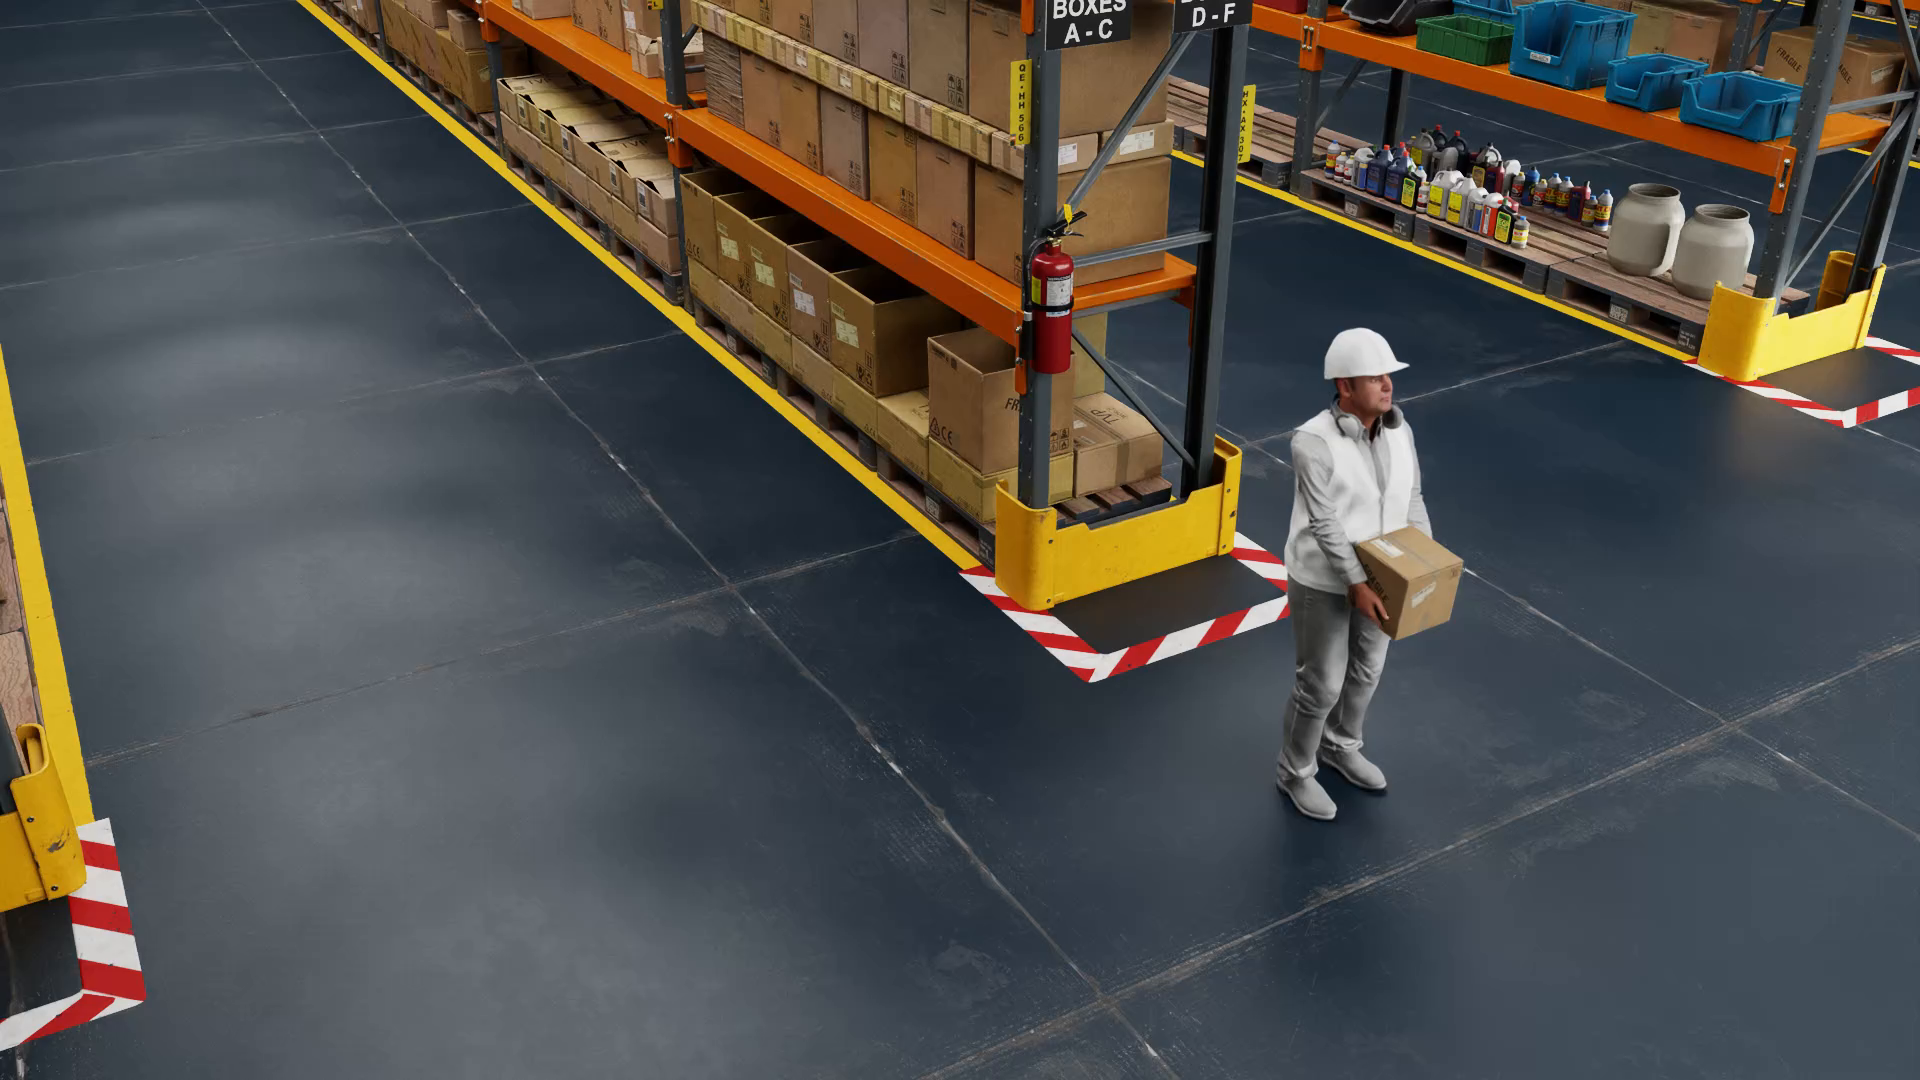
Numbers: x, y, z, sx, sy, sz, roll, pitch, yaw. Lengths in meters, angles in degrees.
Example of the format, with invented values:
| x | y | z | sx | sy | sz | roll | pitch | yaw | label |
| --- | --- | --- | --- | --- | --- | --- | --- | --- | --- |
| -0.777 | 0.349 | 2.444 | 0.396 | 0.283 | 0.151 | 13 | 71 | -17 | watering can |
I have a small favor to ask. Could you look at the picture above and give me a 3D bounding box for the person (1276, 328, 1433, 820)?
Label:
| x | y | z | sx | sy | sz | roll | pitch | yaw | label |
| --- | --- | --- | --- | --- | --- | --- | --- | --- | --- |
| 1.398 | 0.153 | 5.821 | 0.463 | 1.772 | 0.548 | -16 | 33 | -26 | person |
